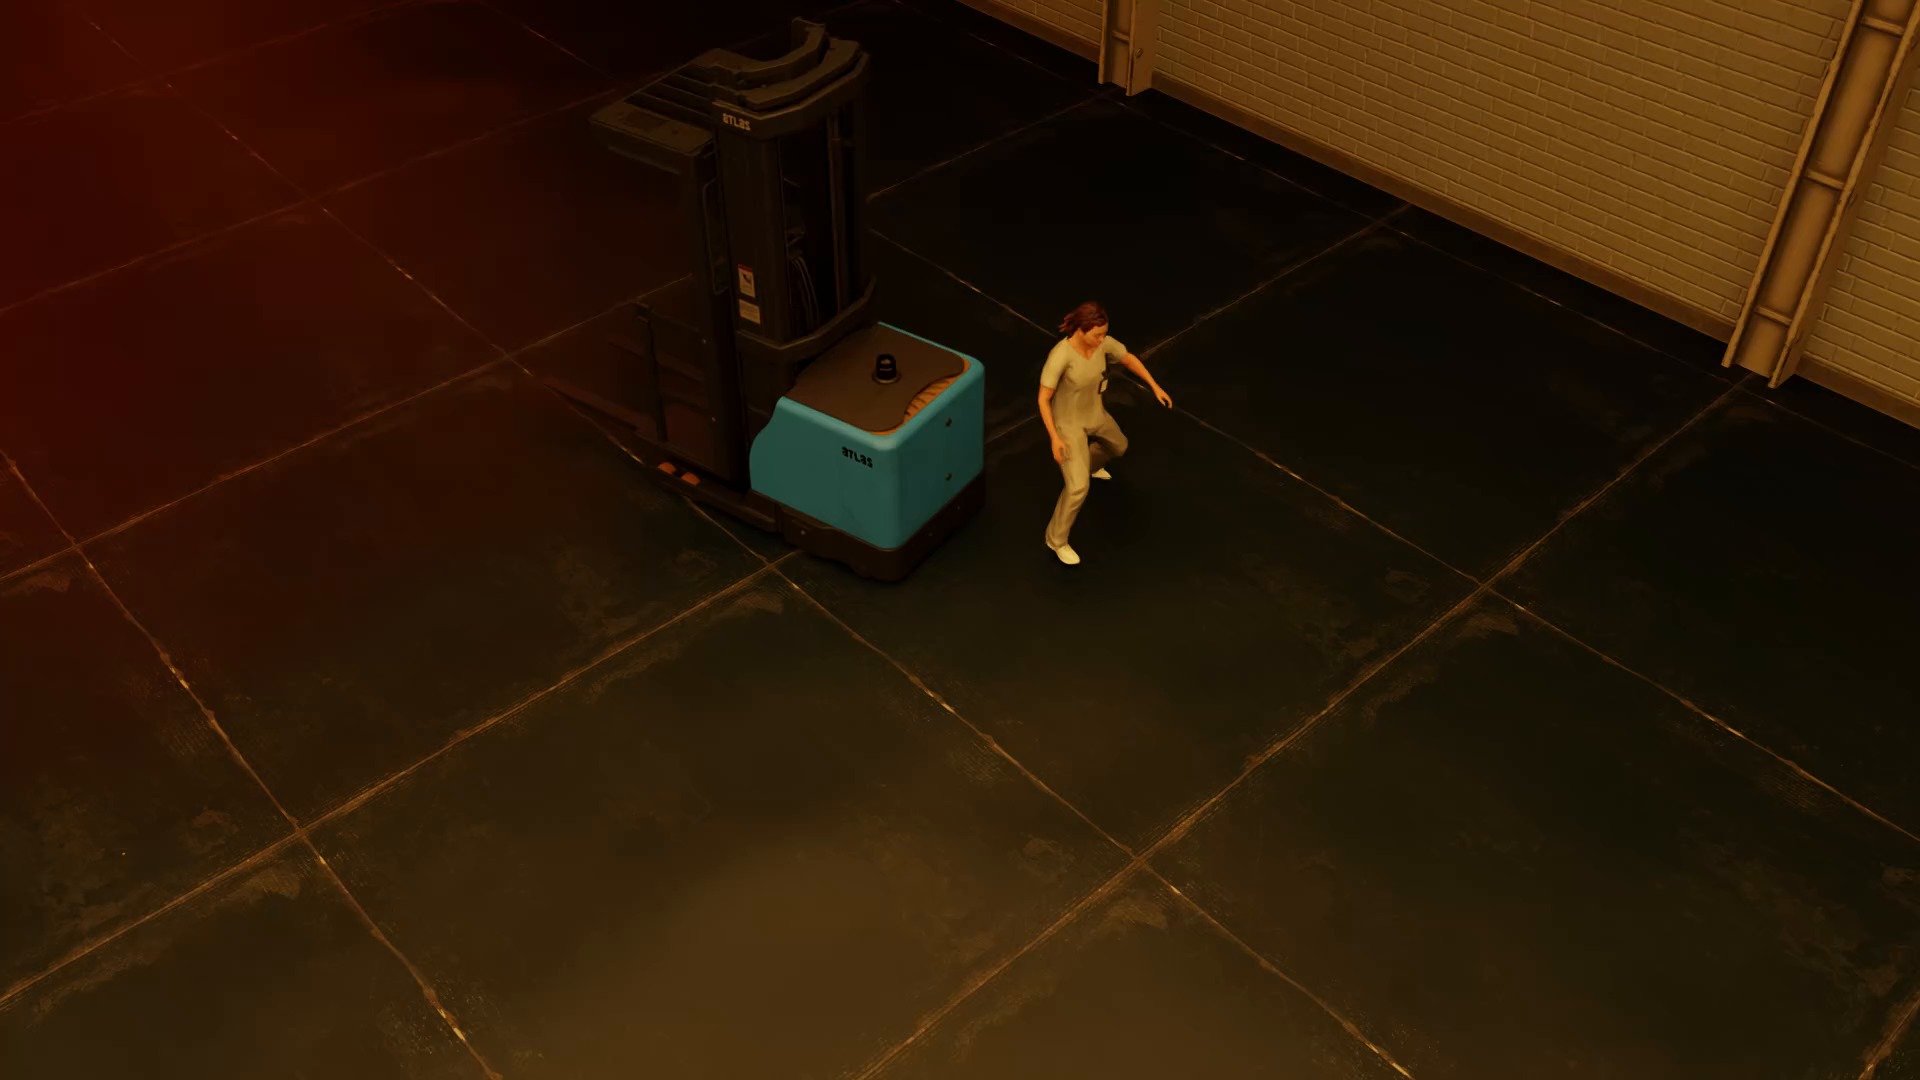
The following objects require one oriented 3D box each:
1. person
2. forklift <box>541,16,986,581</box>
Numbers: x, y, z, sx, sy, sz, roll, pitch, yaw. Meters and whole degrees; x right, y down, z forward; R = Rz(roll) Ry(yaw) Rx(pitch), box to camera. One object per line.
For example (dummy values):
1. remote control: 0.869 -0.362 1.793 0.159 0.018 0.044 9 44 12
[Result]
1. person: 0.768 -0.723 9.865 0.907 1.548 0.806 -27 48 -28
2. forklift: -1.345 -1.624 9.791 3.031 2.935 1.130 24 46 25
